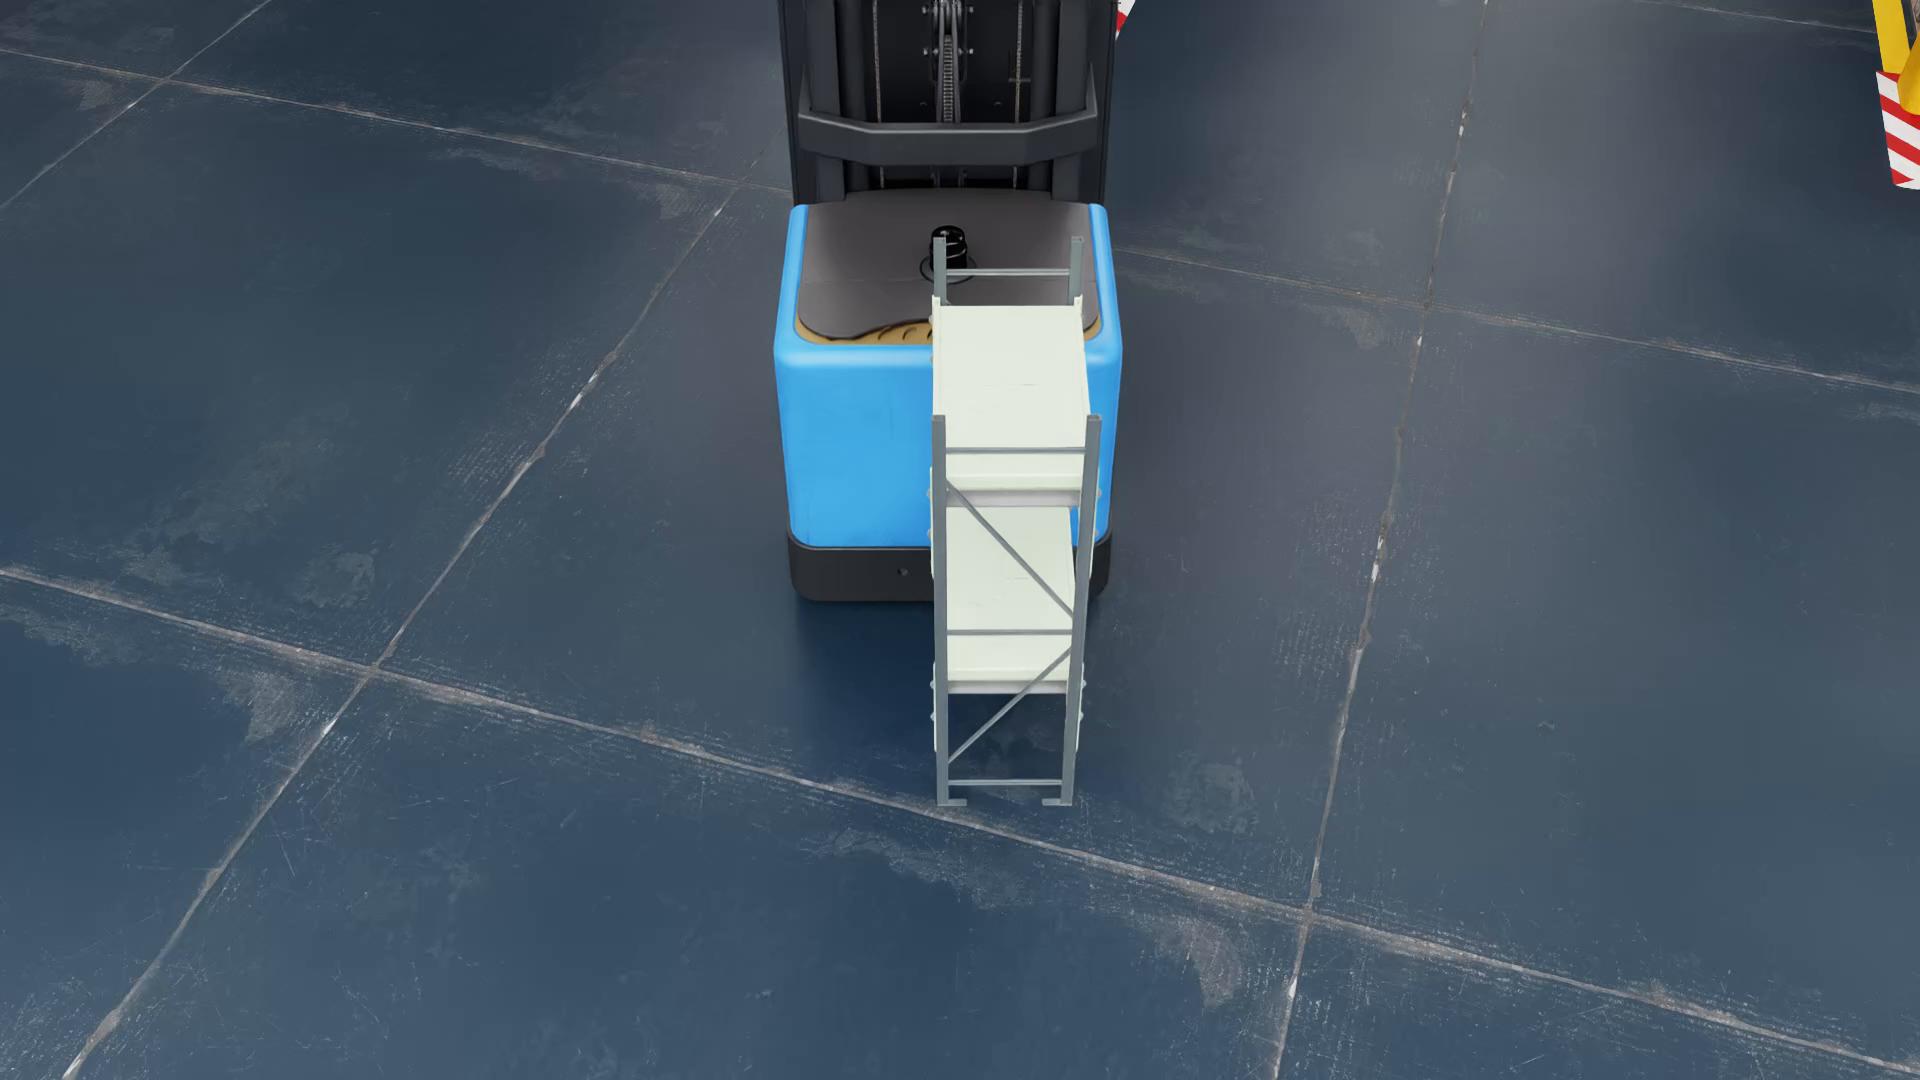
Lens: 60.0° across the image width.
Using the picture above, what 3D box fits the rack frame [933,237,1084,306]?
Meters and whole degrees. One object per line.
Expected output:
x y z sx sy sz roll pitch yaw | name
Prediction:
0.129 -0.263 4.947 0.400 1.500 0.023 0 44 0 | rack frame

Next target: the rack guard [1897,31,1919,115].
5.027 -2.175 7.615 1.175 0.500 0.348 13 46 13 | rack guard

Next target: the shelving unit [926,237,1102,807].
0.131 -0.007 4.685 0.431 1.500 0.755 0 44 0 | shelving unit

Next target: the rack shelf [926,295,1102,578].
0.131 -0.286 4.412 0.431 0.370 0.720 0 44 0 | rack shelf

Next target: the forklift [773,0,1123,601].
-0.040 -1.855 5.551 1.130 2.935 3.031 0 44 0 | forklift

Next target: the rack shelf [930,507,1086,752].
0.131 0.226 4.913 0.431 0.370 0.720 0 44 0 | rack shelf

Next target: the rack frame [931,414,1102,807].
0.133 0.249 4.423 0.400 1.500 0.023 0 44 0 | rack frame
